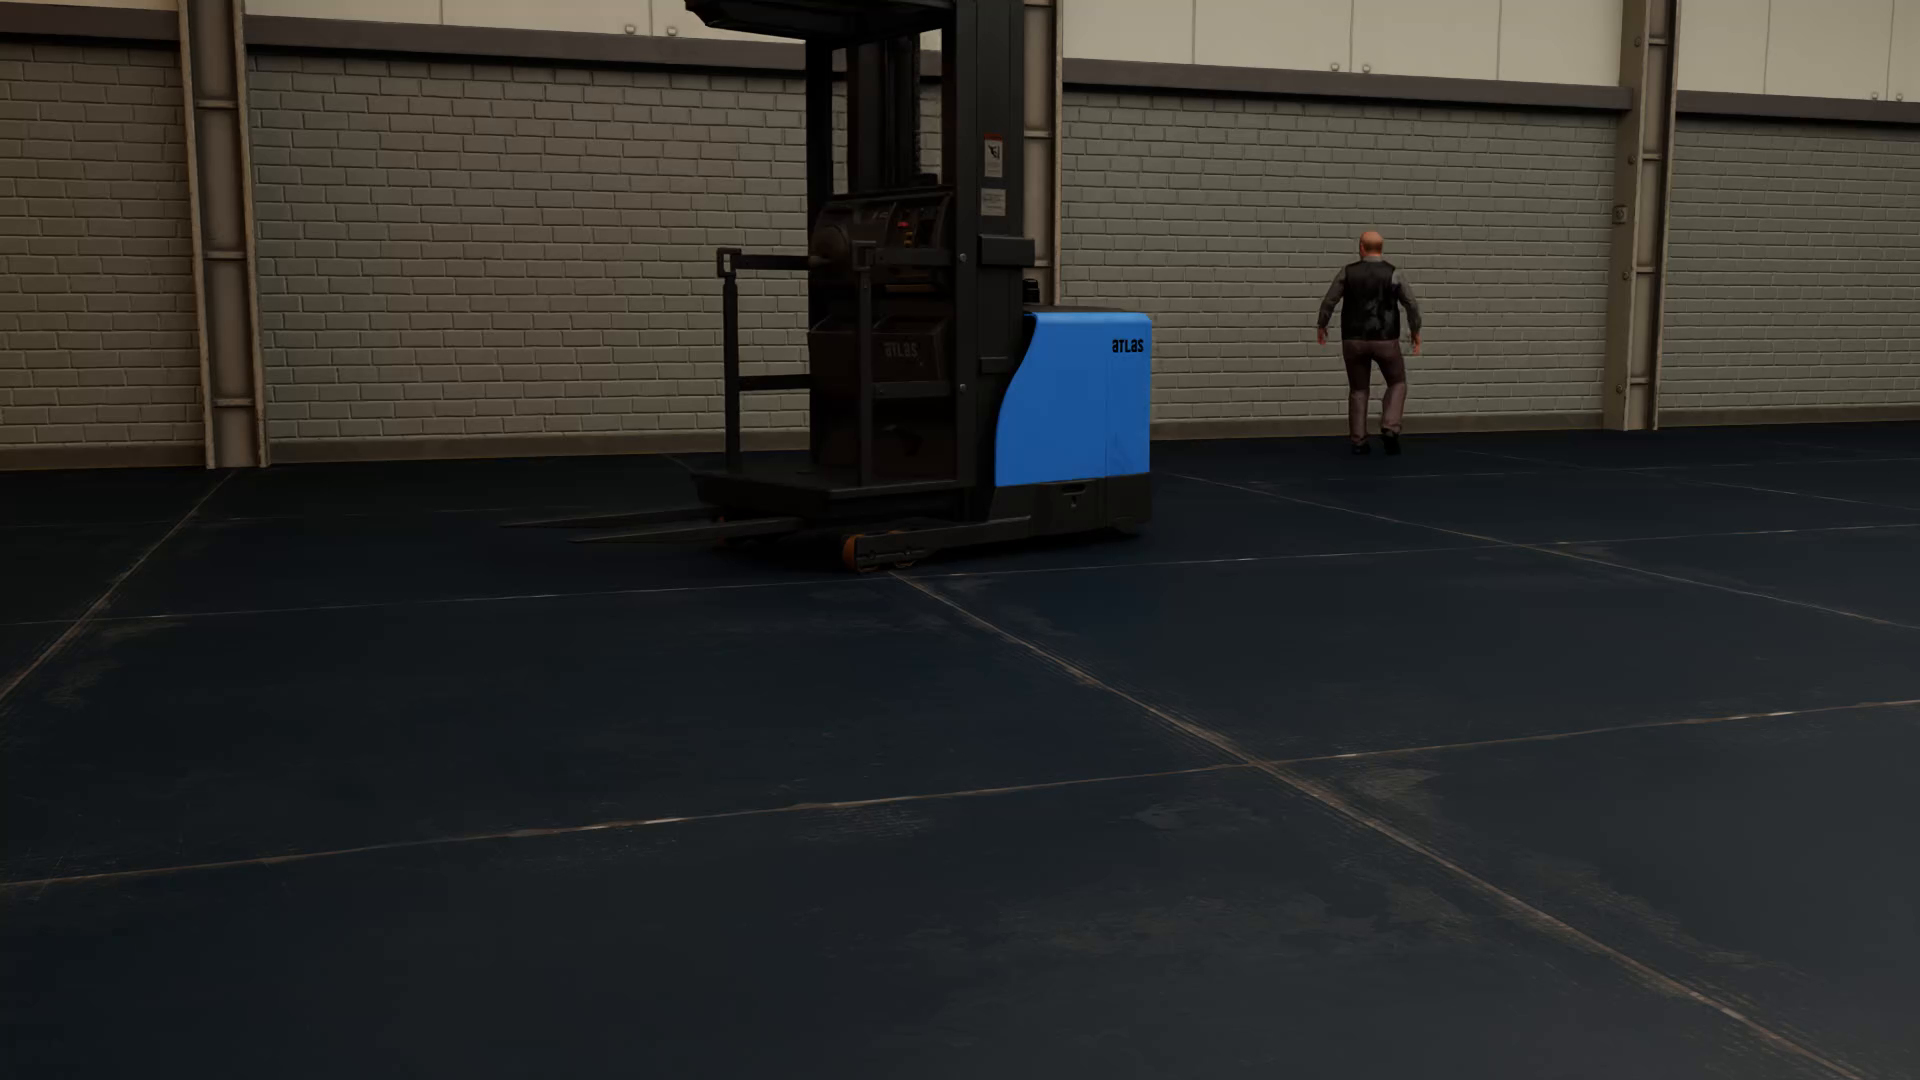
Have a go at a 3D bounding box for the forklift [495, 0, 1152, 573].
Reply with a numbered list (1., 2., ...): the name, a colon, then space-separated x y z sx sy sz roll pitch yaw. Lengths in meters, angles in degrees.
1. forklift: -0.518 -1.392 7.284 3.031 2.935 1.130 -7 10 -40

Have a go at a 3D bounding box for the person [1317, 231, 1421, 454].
1. person: 3.122 -1.500 12.763 0.802 1.716 0.495 4 9 28
